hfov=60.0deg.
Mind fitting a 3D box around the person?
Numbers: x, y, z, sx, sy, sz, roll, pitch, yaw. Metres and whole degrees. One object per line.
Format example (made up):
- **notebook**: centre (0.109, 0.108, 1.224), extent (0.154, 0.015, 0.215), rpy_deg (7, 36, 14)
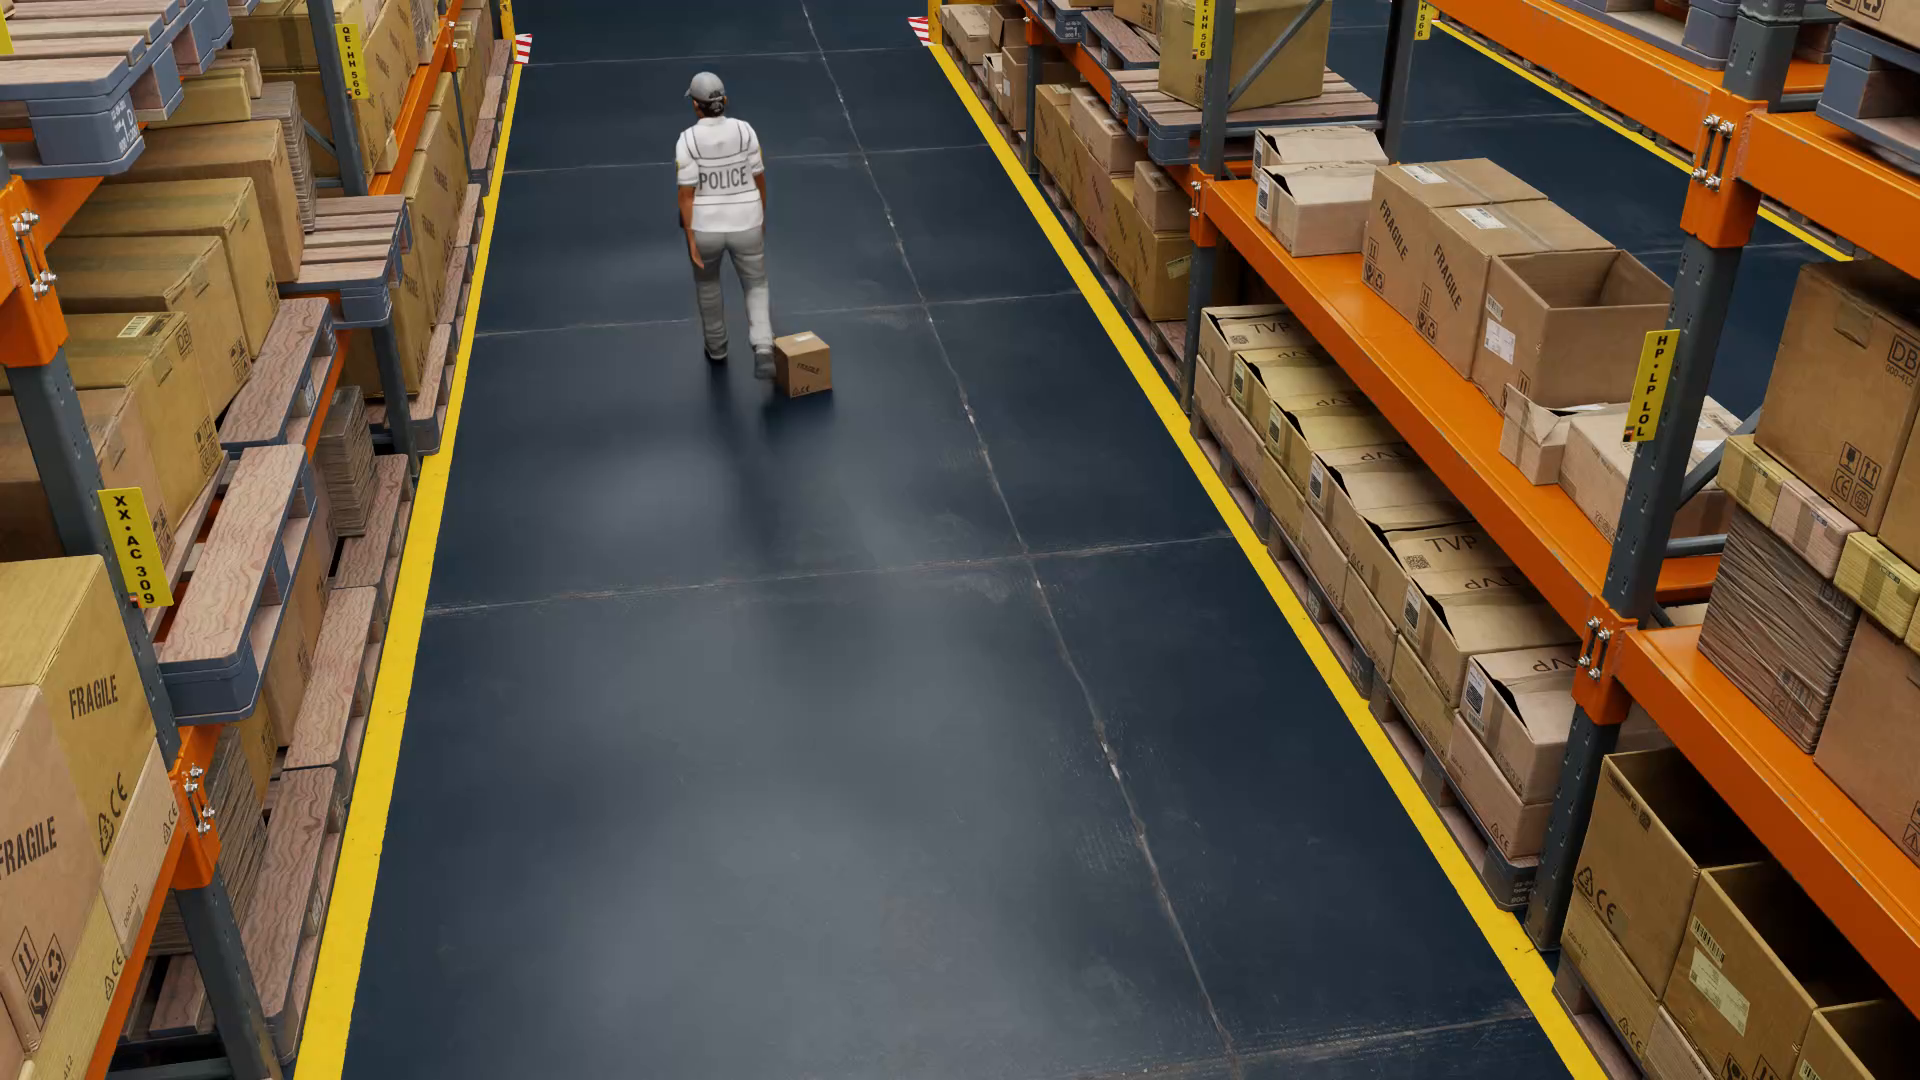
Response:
- **person**: centre (-1.249, -1.653, 8.870), extent (0.480, 1.624, 0.851), rpy_deg (-7, 32, -12)
